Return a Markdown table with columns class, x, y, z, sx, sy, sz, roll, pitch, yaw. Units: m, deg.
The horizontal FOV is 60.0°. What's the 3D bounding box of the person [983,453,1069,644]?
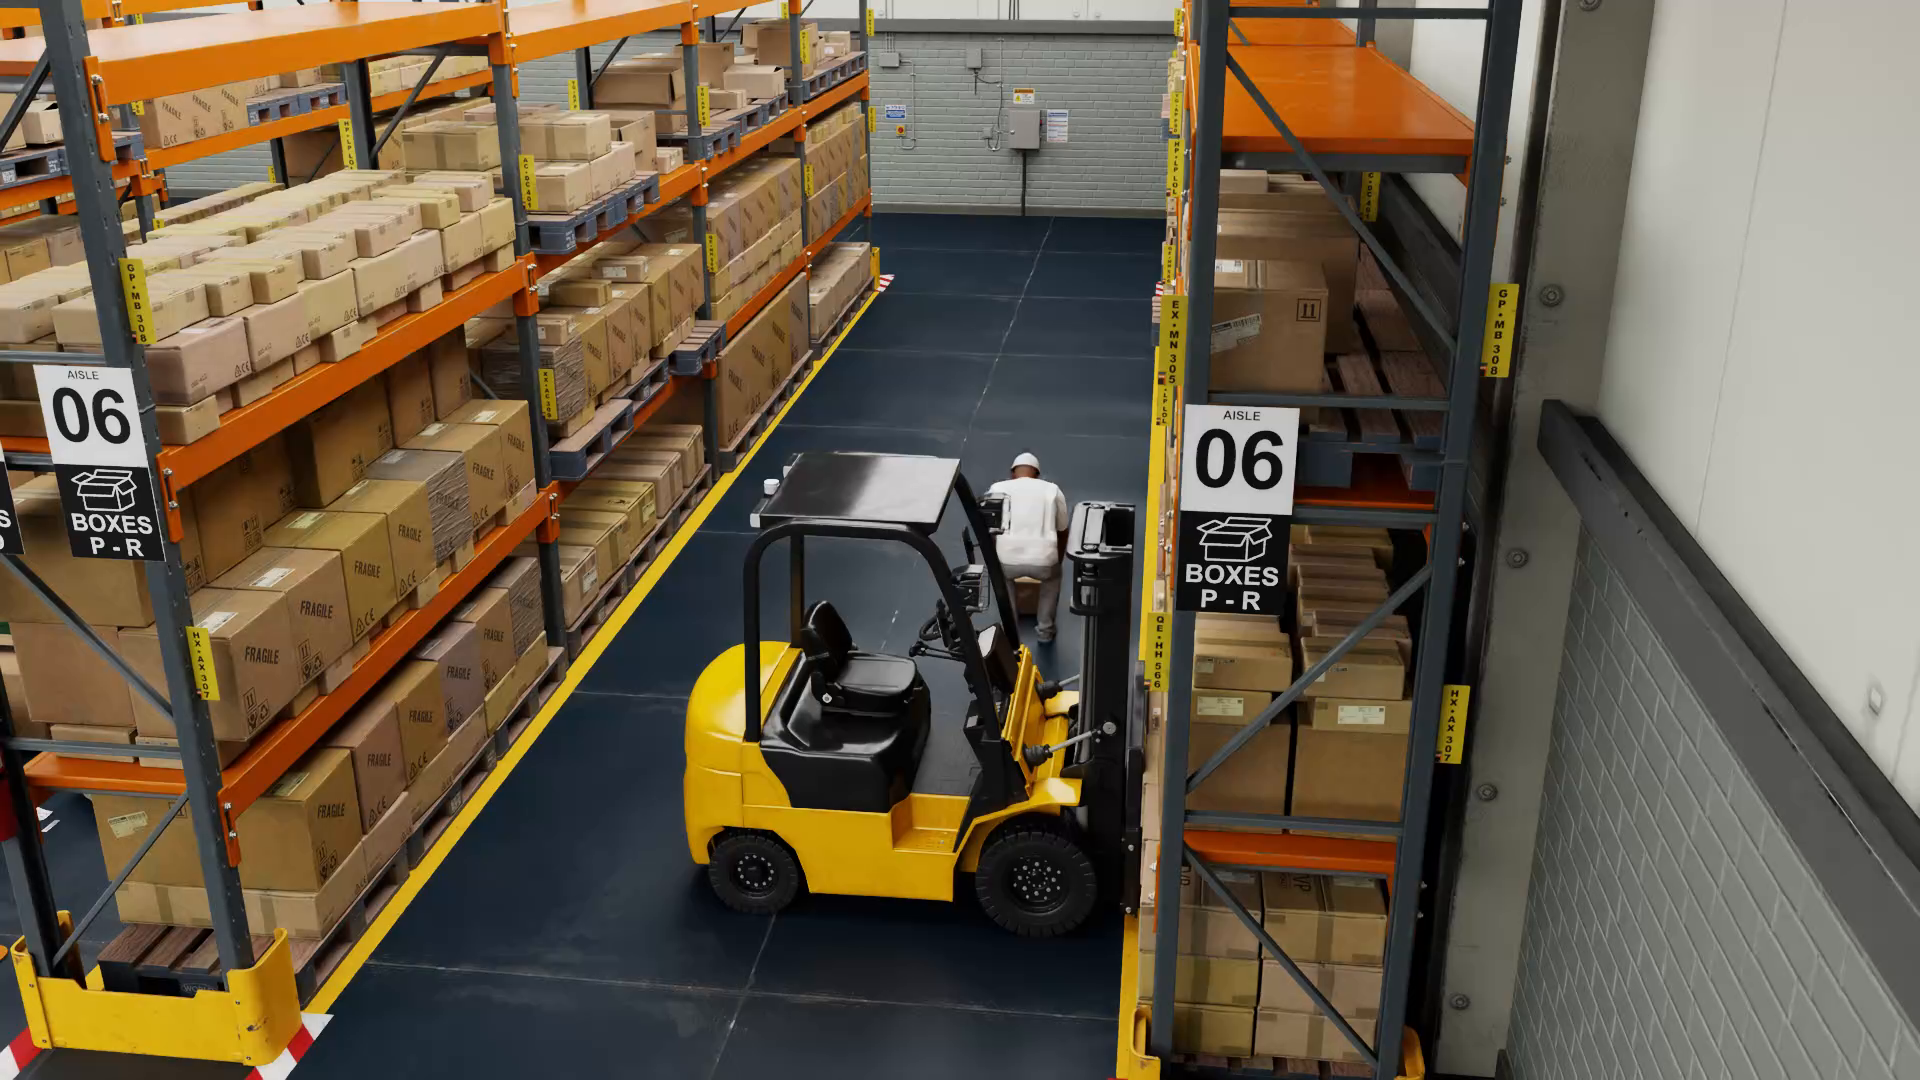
| class | x | y | z | sx | sy | sz | roll | pitch | yaw |
| --- | --- | --- | --- | --- | --- | --- | --- | --- | --- |
| person | 0.440 | 0.065 | 11.639 | 0.622 | 1.224 | 0.827 | 2 | 21 | 6 |
